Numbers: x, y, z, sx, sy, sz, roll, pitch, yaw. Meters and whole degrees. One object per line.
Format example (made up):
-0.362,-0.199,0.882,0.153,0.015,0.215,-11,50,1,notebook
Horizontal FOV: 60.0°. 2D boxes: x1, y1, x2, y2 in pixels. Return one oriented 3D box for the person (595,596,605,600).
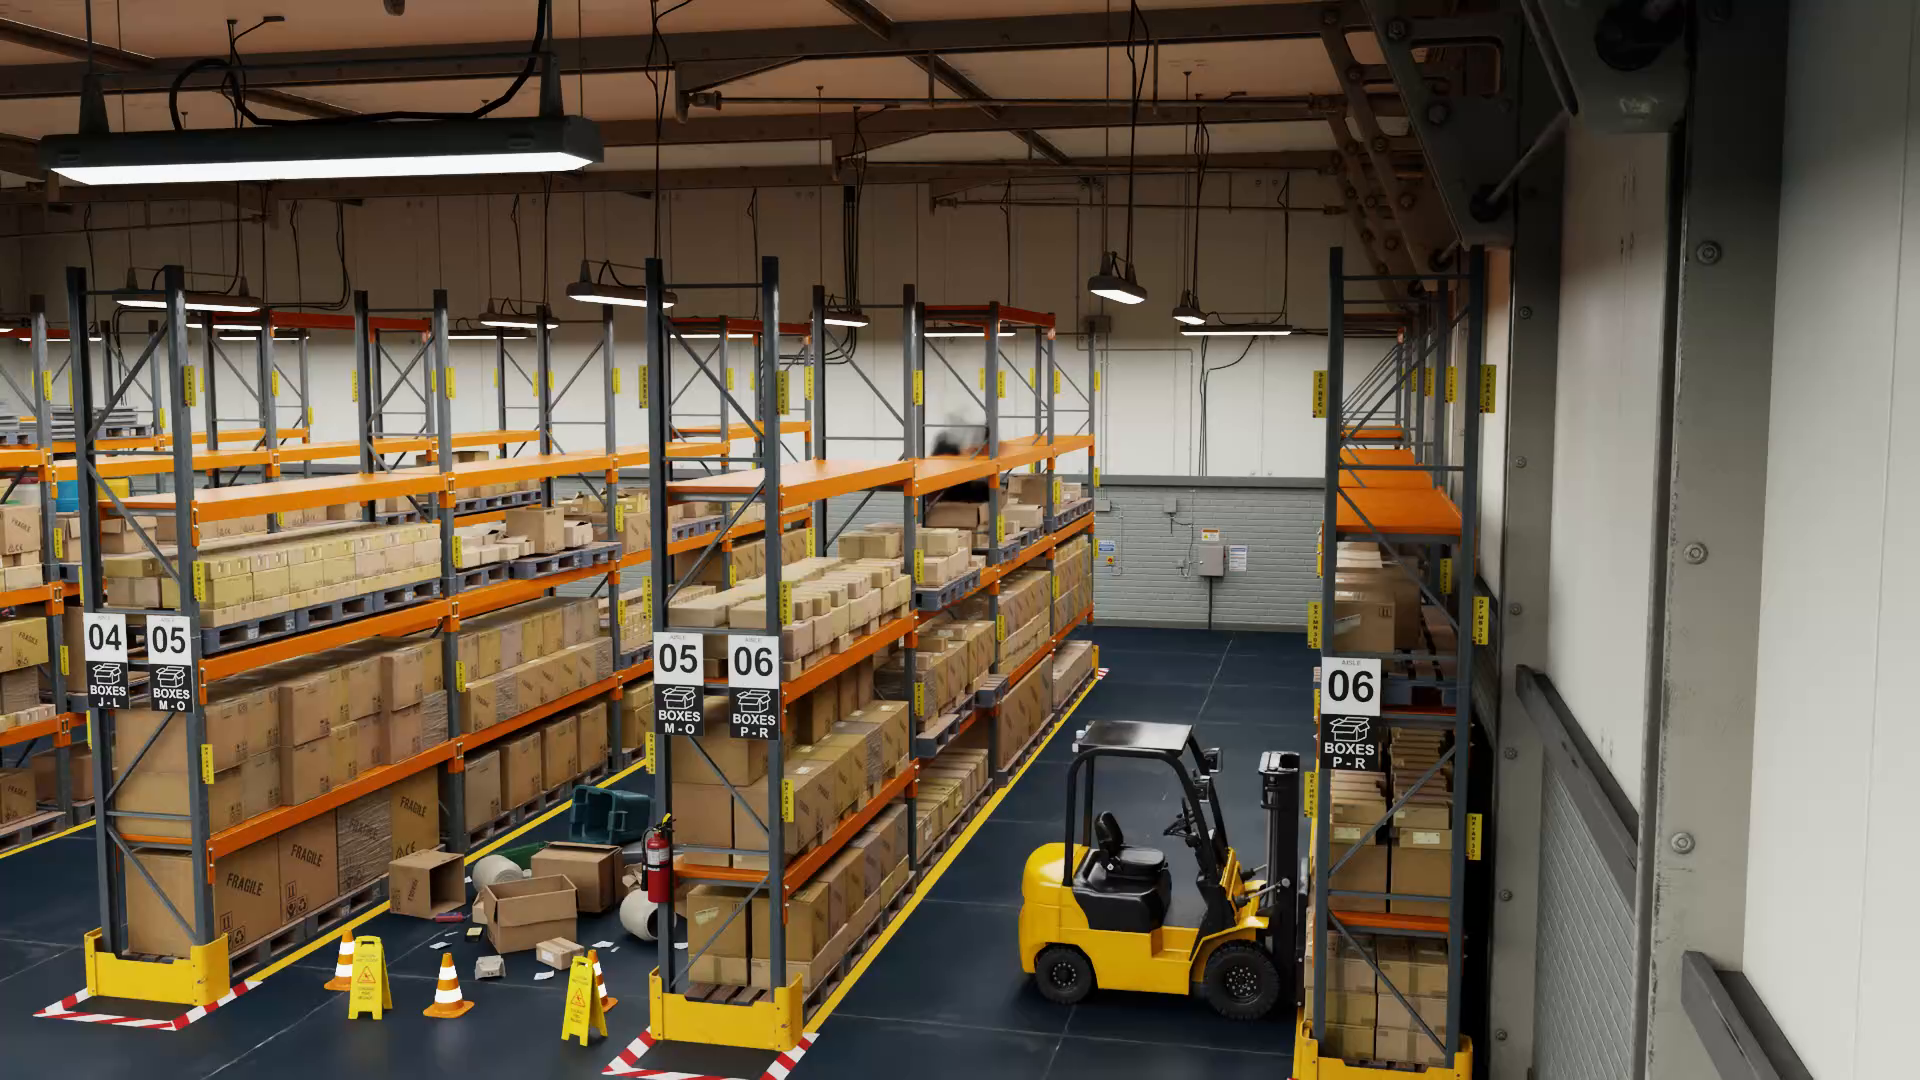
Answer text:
-5.555,1.706,25.984,0.559,1.691,0.896,2,6,18,person
